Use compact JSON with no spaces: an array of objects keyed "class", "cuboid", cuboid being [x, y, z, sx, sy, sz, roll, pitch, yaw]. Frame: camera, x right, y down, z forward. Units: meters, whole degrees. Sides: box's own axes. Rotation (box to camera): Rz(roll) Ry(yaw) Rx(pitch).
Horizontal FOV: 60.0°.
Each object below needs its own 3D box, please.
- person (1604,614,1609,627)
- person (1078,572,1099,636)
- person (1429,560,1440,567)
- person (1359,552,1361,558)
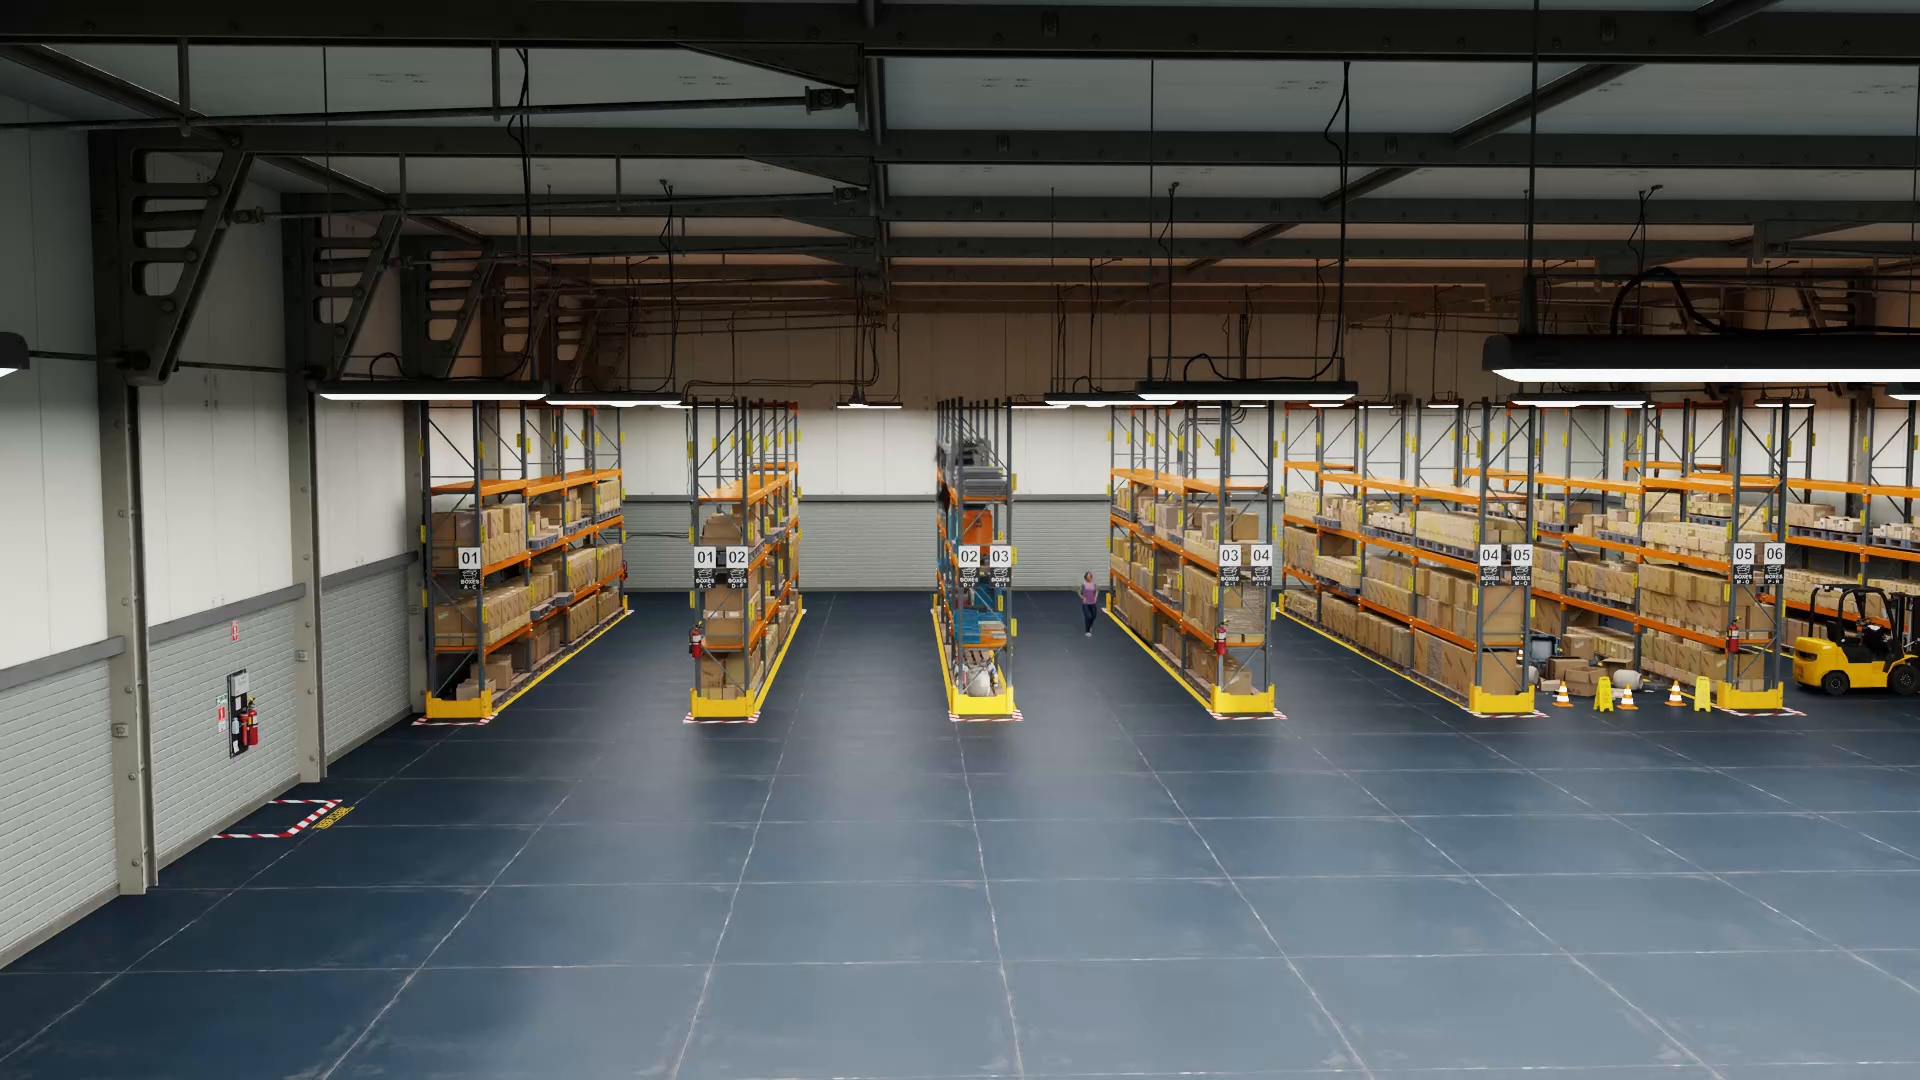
[{"class":"person","cuboid":[16.401,1.663,42.236,0.614,1.621,0.581,0,4,-1]},{"class":"person","cuboid":[3.115,1.549,40.201,0.532,1.560,0.516,-1,4,-8]},{"class":"person","cuboid":[14.100,1.058,49.292,0.596,1.724,0.739,0,4,3]},{"class":"person","cuboid":[11.393,1.196,47.402,0.637,1.735,0.571,-1,5,-13]}]
